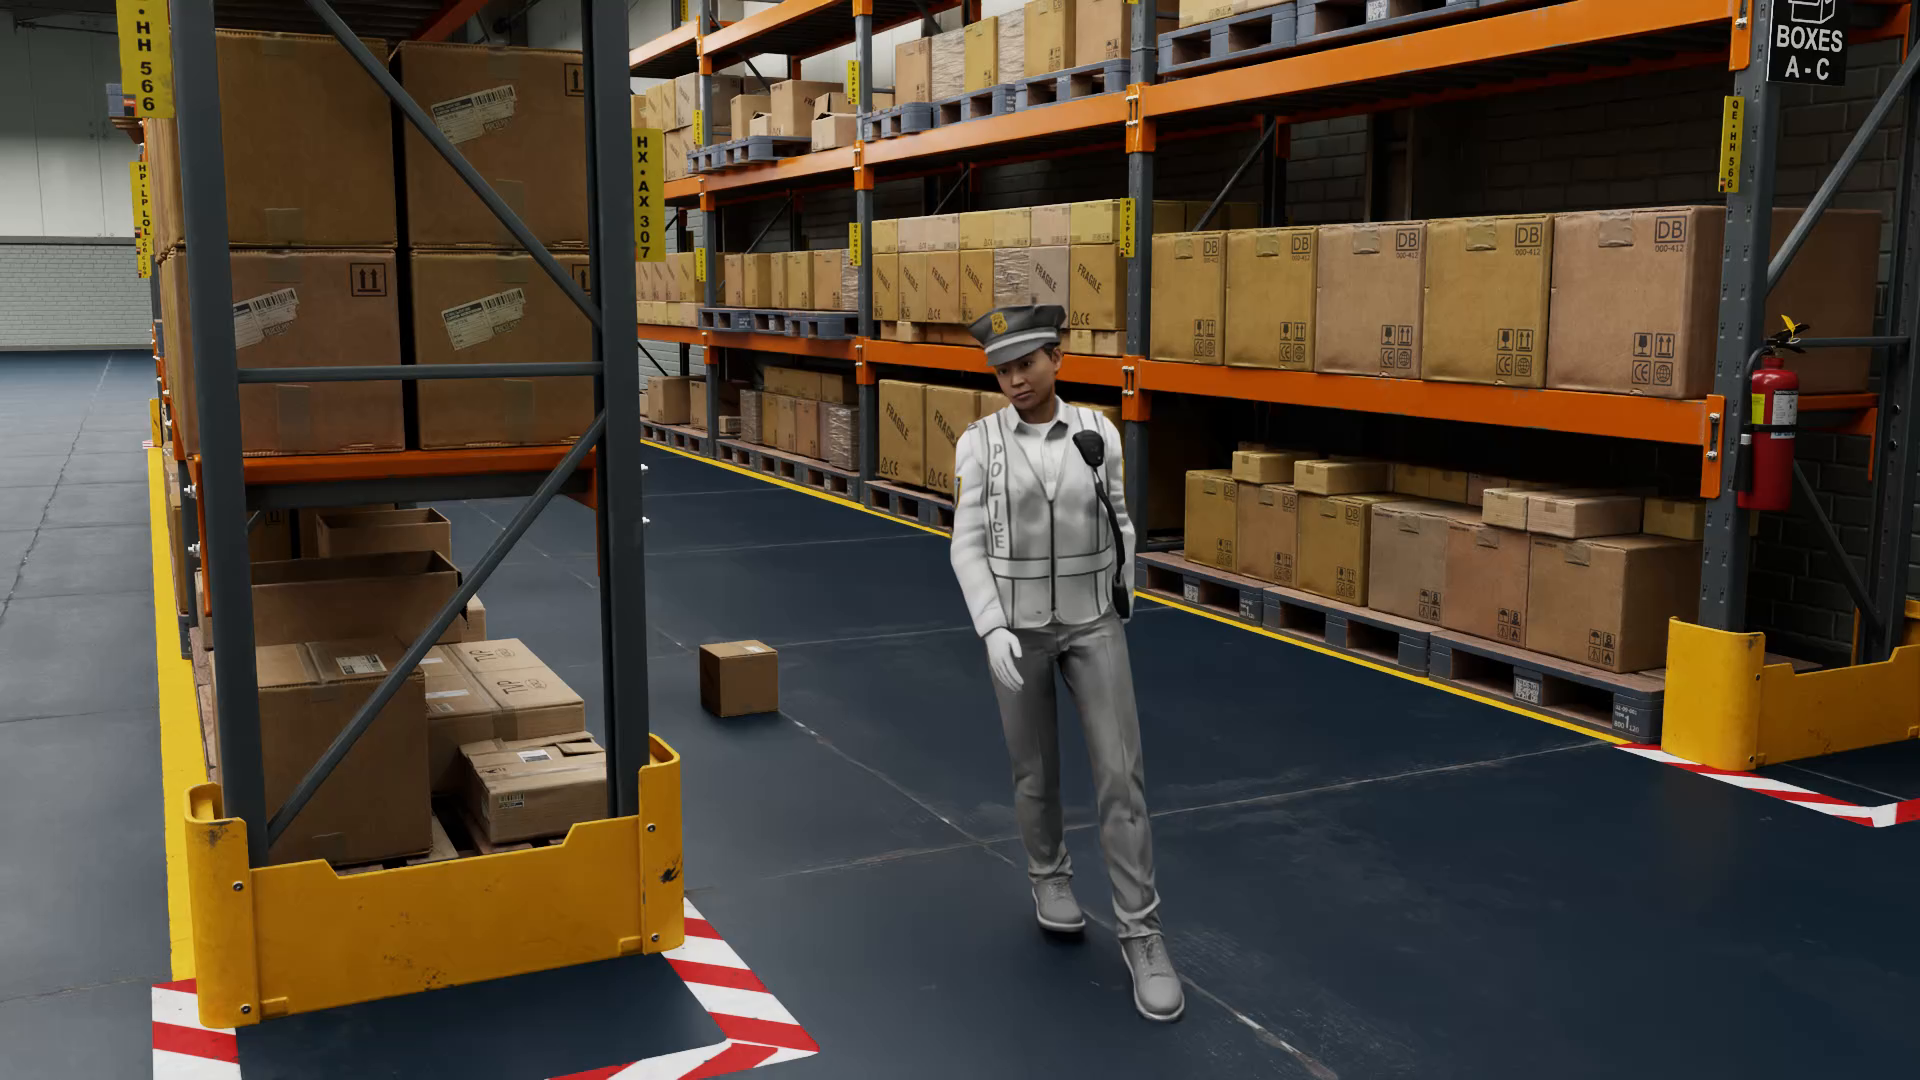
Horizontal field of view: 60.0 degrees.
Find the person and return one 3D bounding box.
[{"bbox_3d":[0.252,0.255,4.133,0.548,1.665,0.758,0,9,-2],"label":"person"}]
